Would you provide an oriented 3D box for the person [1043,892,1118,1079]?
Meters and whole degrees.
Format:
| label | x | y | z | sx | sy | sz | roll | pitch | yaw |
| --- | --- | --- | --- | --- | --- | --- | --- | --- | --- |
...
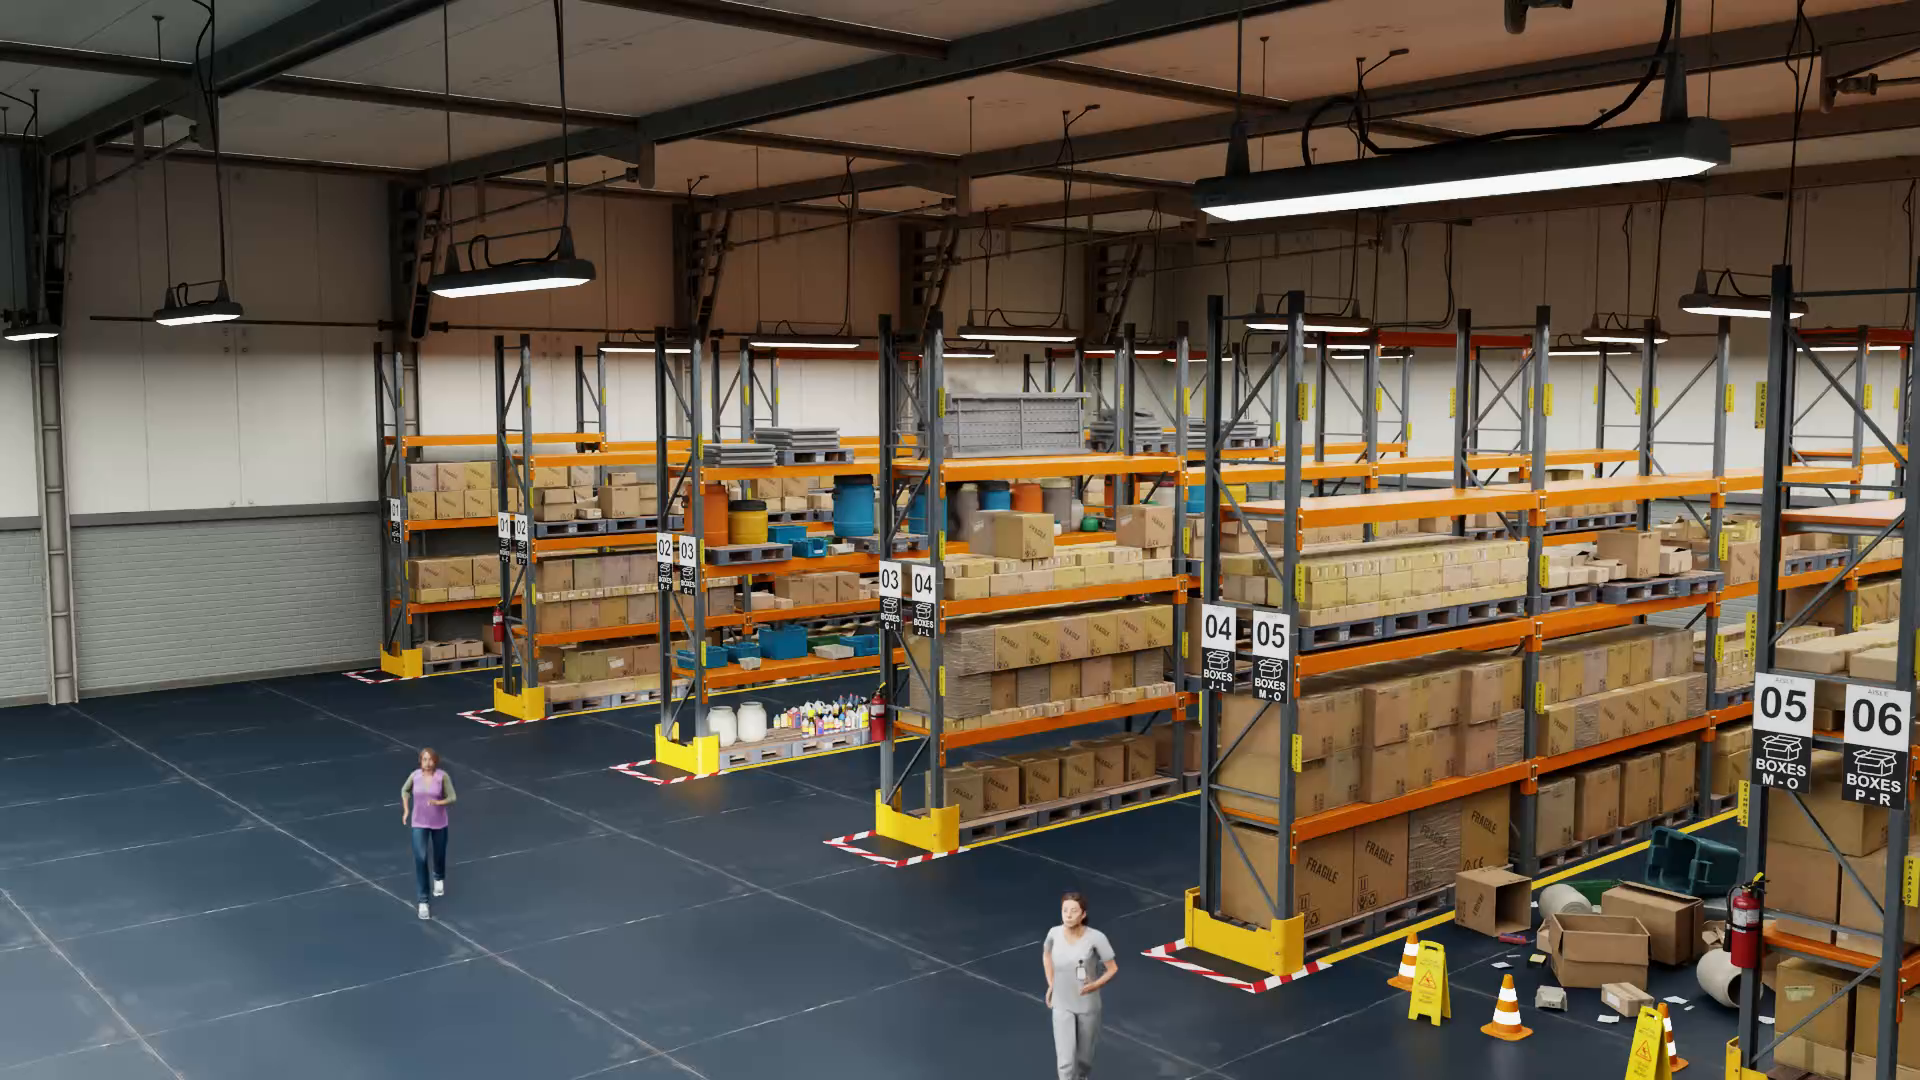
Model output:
| label | x | y | z | sx | sy | sz | roll | pitch | yaw |
| --- | --- | --- | --- | --- | --- | --- | --- | --- | --- |
| person | 0.831 | 3.280 | 11.663 | 0.560 | 1.675 | 0.863 | 1 | 5 | 13 |

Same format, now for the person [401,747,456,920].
| label | x | y | z | sx | sy | sz | roll | pitch | yaw |
| --- | --- | --- | --- | --- | --- | --- | --- | --- | --- |
| person | -5.258 | 2.851 | 16.485 | 0.524 | 1.620 | 0.820 | -2 | 5 | -16 |

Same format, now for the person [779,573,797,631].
| label | x | y | z | sx | sy | sz | roll | pitch | yaw |
| --- | --- | --- | --- | --- | --- | --- | --- | --- | --- |
| person | -3.272 | 1.436 | 32.068 | 0.593 | 1.618 | 0.727 | 4 | 7 | 39 |
